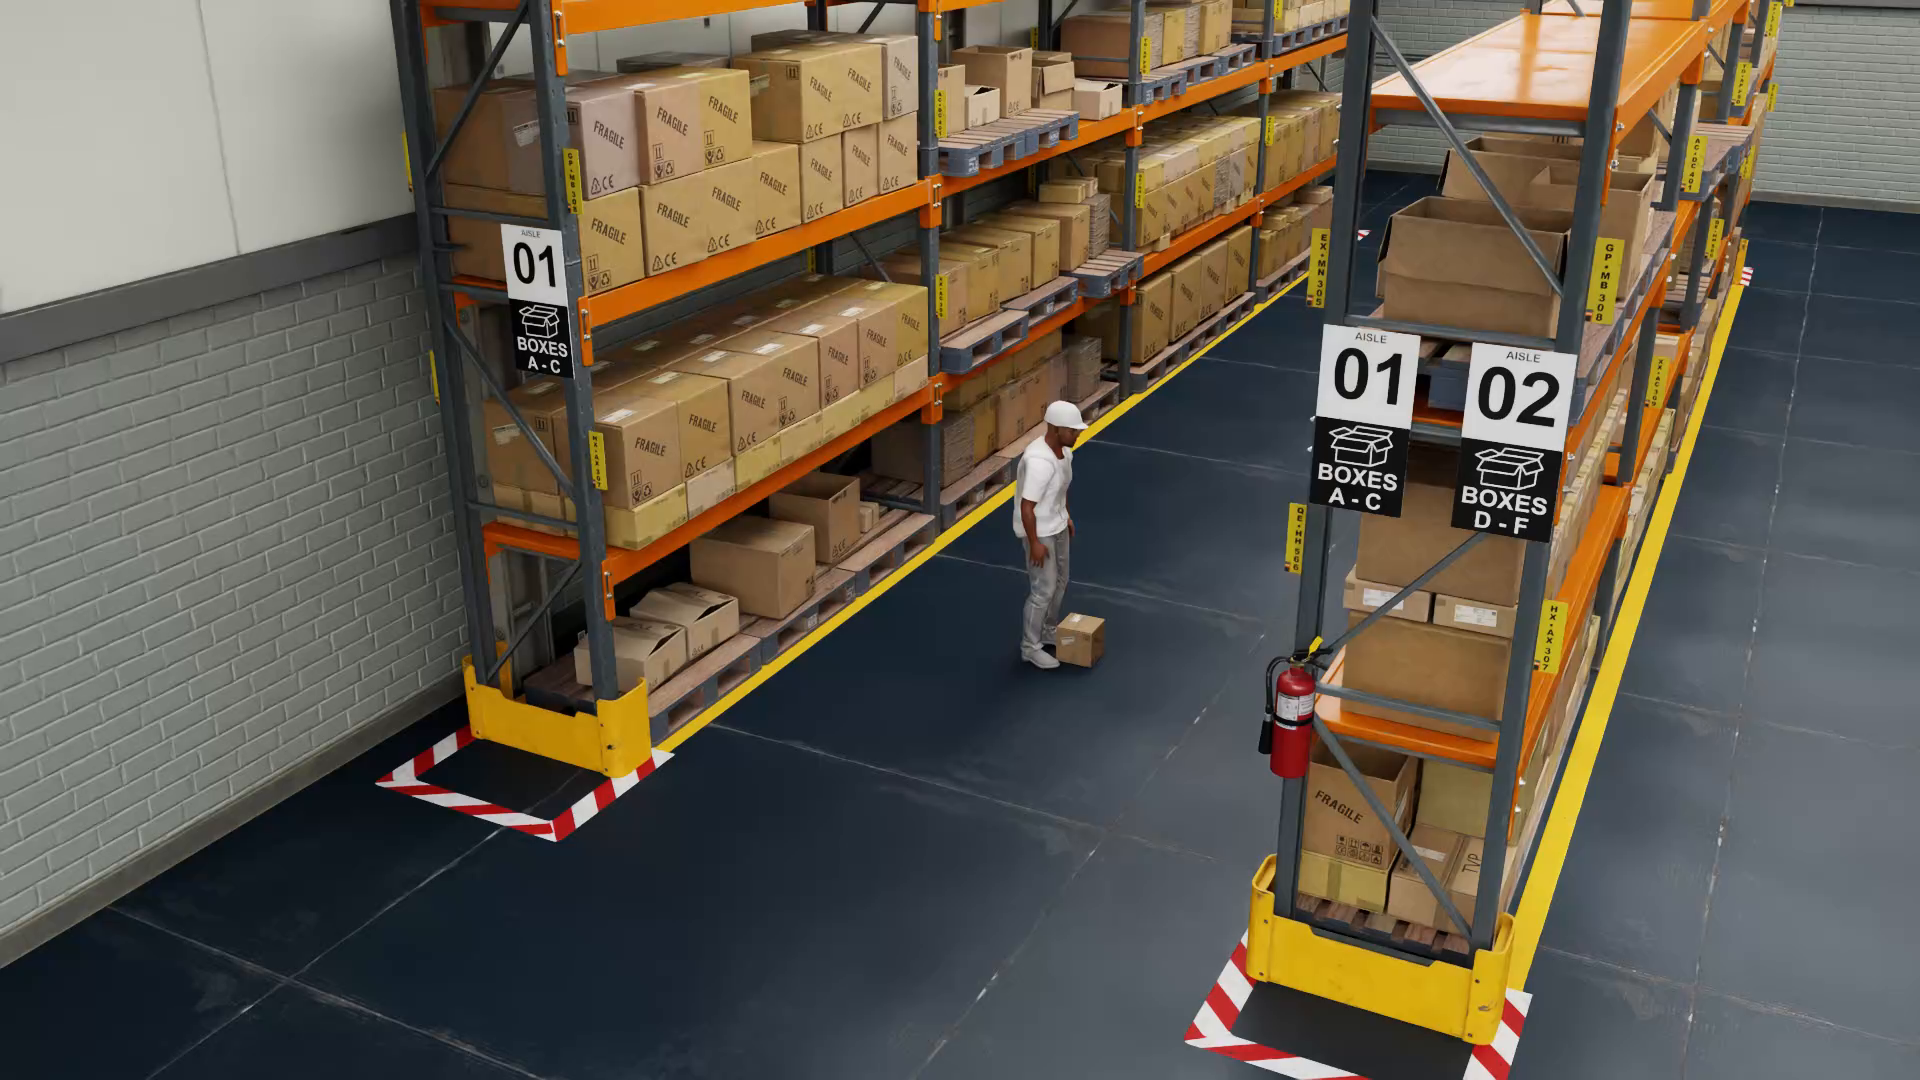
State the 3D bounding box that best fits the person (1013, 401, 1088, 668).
[{"bbox_3d":[0.588,-0.065,10.881,0.457,1.761,0.628,10,25,23],"label":"person"}]
